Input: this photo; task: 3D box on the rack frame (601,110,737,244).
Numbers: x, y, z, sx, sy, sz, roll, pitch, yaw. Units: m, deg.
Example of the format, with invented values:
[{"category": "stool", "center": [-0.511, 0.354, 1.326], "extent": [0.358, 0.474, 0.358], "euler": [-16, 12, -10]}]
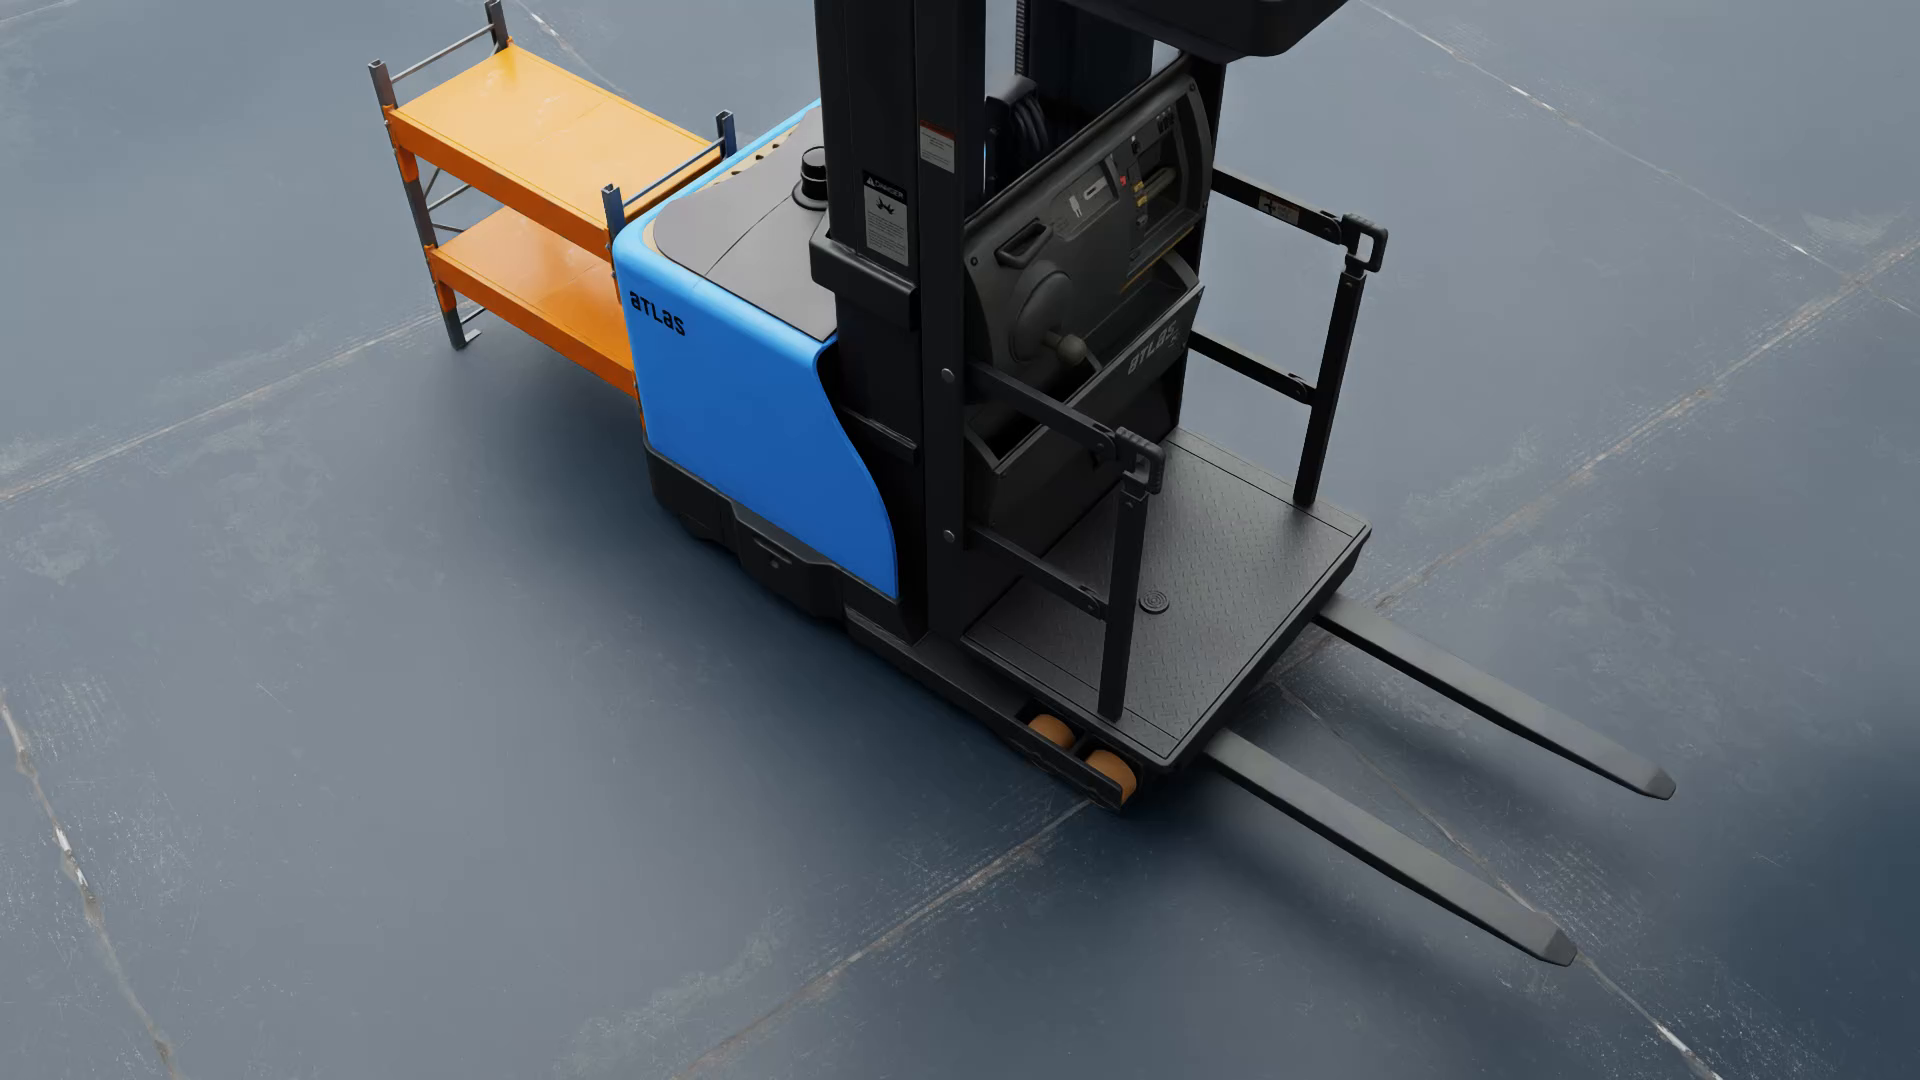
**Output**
[{"category": "rack frame", "center": [-0.831, -0.733, 5.156], "extent": [0.032, 1.125, 0.500], "euler": [30, 55, 25]}]

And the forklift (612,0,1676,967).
[{"category": "forklift", "center": [0.491, -0.695, 3.902], "extent": [3.031, 2.935, 1.130], "euler": [30, 55, 25]}]

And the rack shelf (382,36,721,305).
[{"category": "rack shelf", "center": [-1.229, -1.164, 5.151], "extent": [1.000, 0.278, 0.538], "euler": [30, 55, 25]}]

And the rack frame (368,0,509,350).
[{"category": "rack frame", "center": [-1.628, -1.201, 5.579], "extent": [0.032, 1.125, 0.500], "euler": [30, 55, 25]}]

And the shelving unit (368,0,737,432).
[{"category": "shelving unit", "center": [-1.229, -0.967, 5.367], "extent": [1.048, 1.125, 0.538], "euler": [30, 55, 25]}]

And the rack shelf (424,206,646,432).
[{"category": "rack shelf", "center": [-1.229, -0.803, 5.549], "extent": [1.000, 0.278, 0.538], "euler": [30, 55, 25]}]
